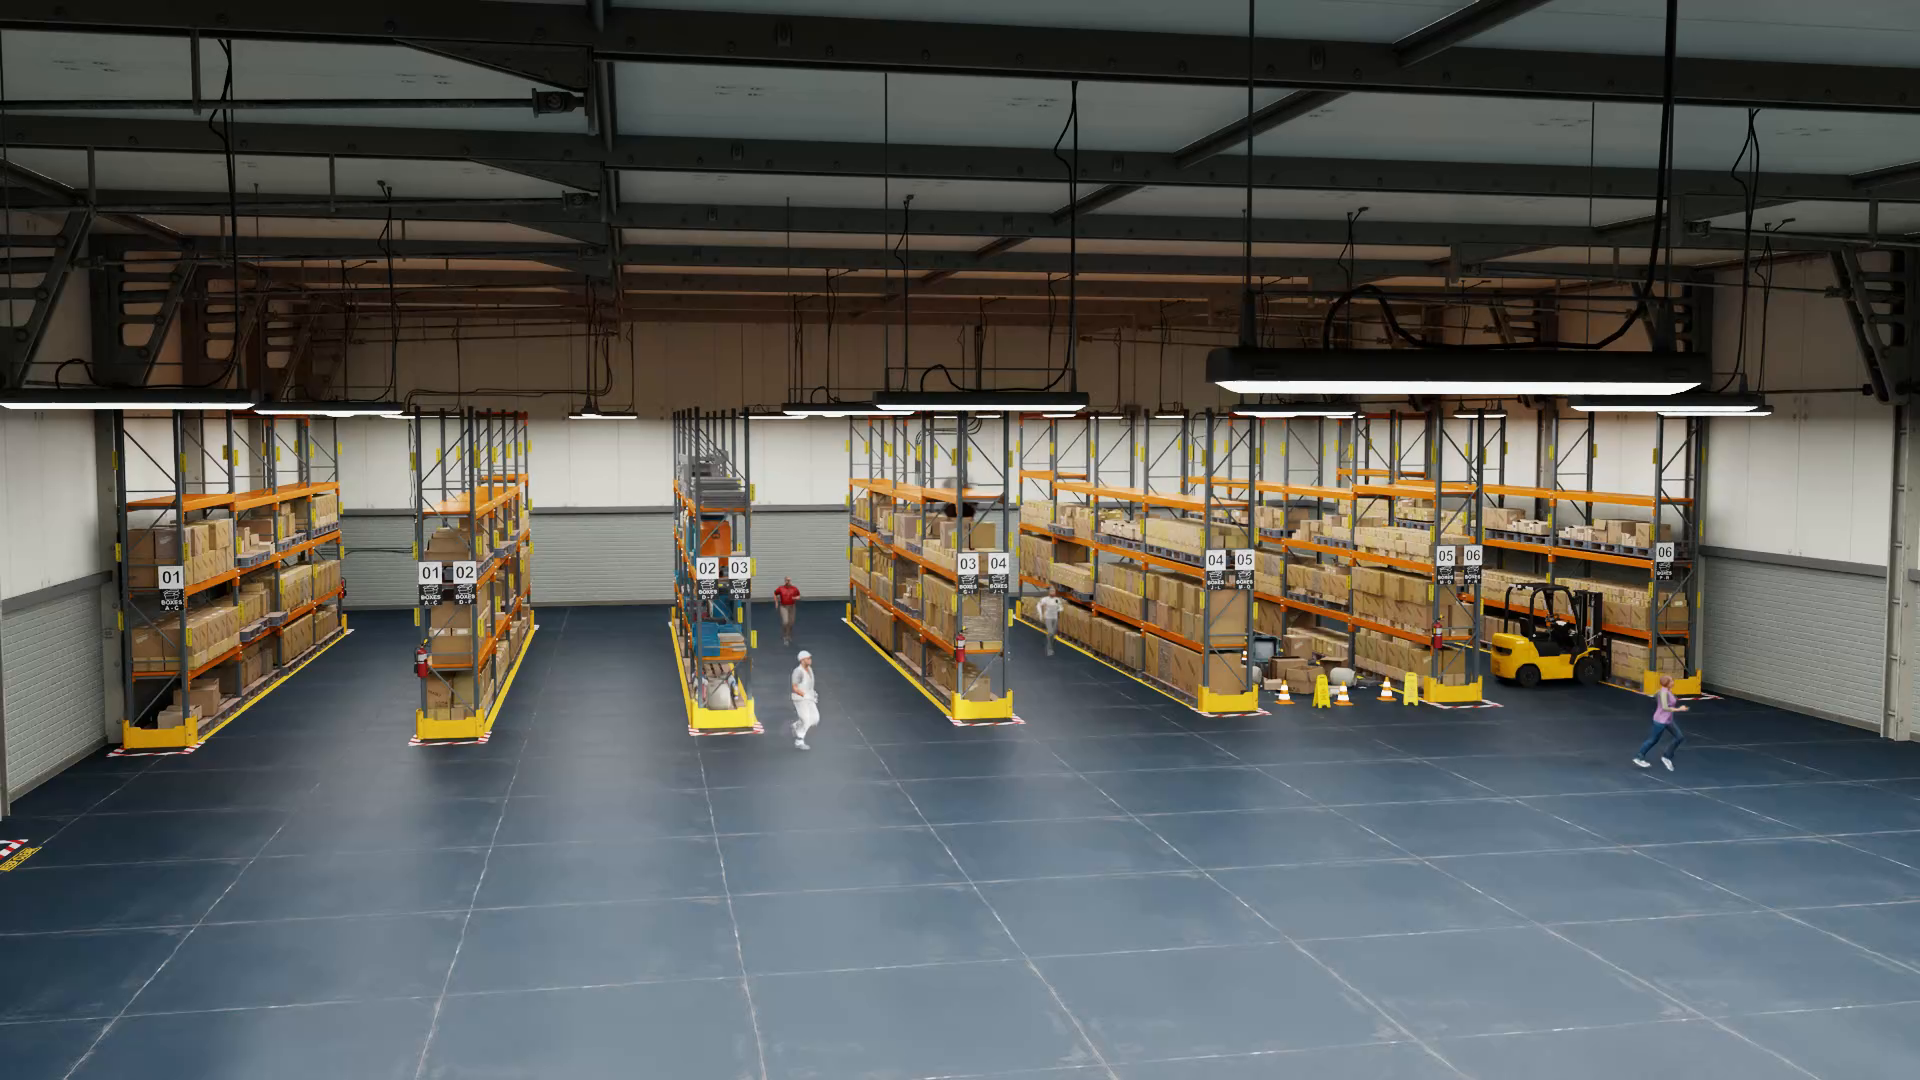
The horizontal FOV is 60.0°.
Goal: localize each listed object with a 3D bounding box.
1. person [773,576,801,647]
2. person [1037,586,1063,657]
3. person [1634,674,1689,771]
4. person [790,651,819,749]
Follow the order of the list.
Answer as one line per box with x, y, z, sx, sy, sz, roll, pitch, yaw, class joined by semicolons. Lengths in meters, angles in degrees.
-4.423;1.831;42.723;0.637;1.799;0.804;-2;4;-22;person
2.236;1.982;40.787;0.576;1.749;0.732;-1;4;-20;person
11.518;2.983;27.246;0.815;1.596;0.541;3;5;39;person
-2.732;2.792;29.095;0.638;1.730;0.658;2;4;24;person
